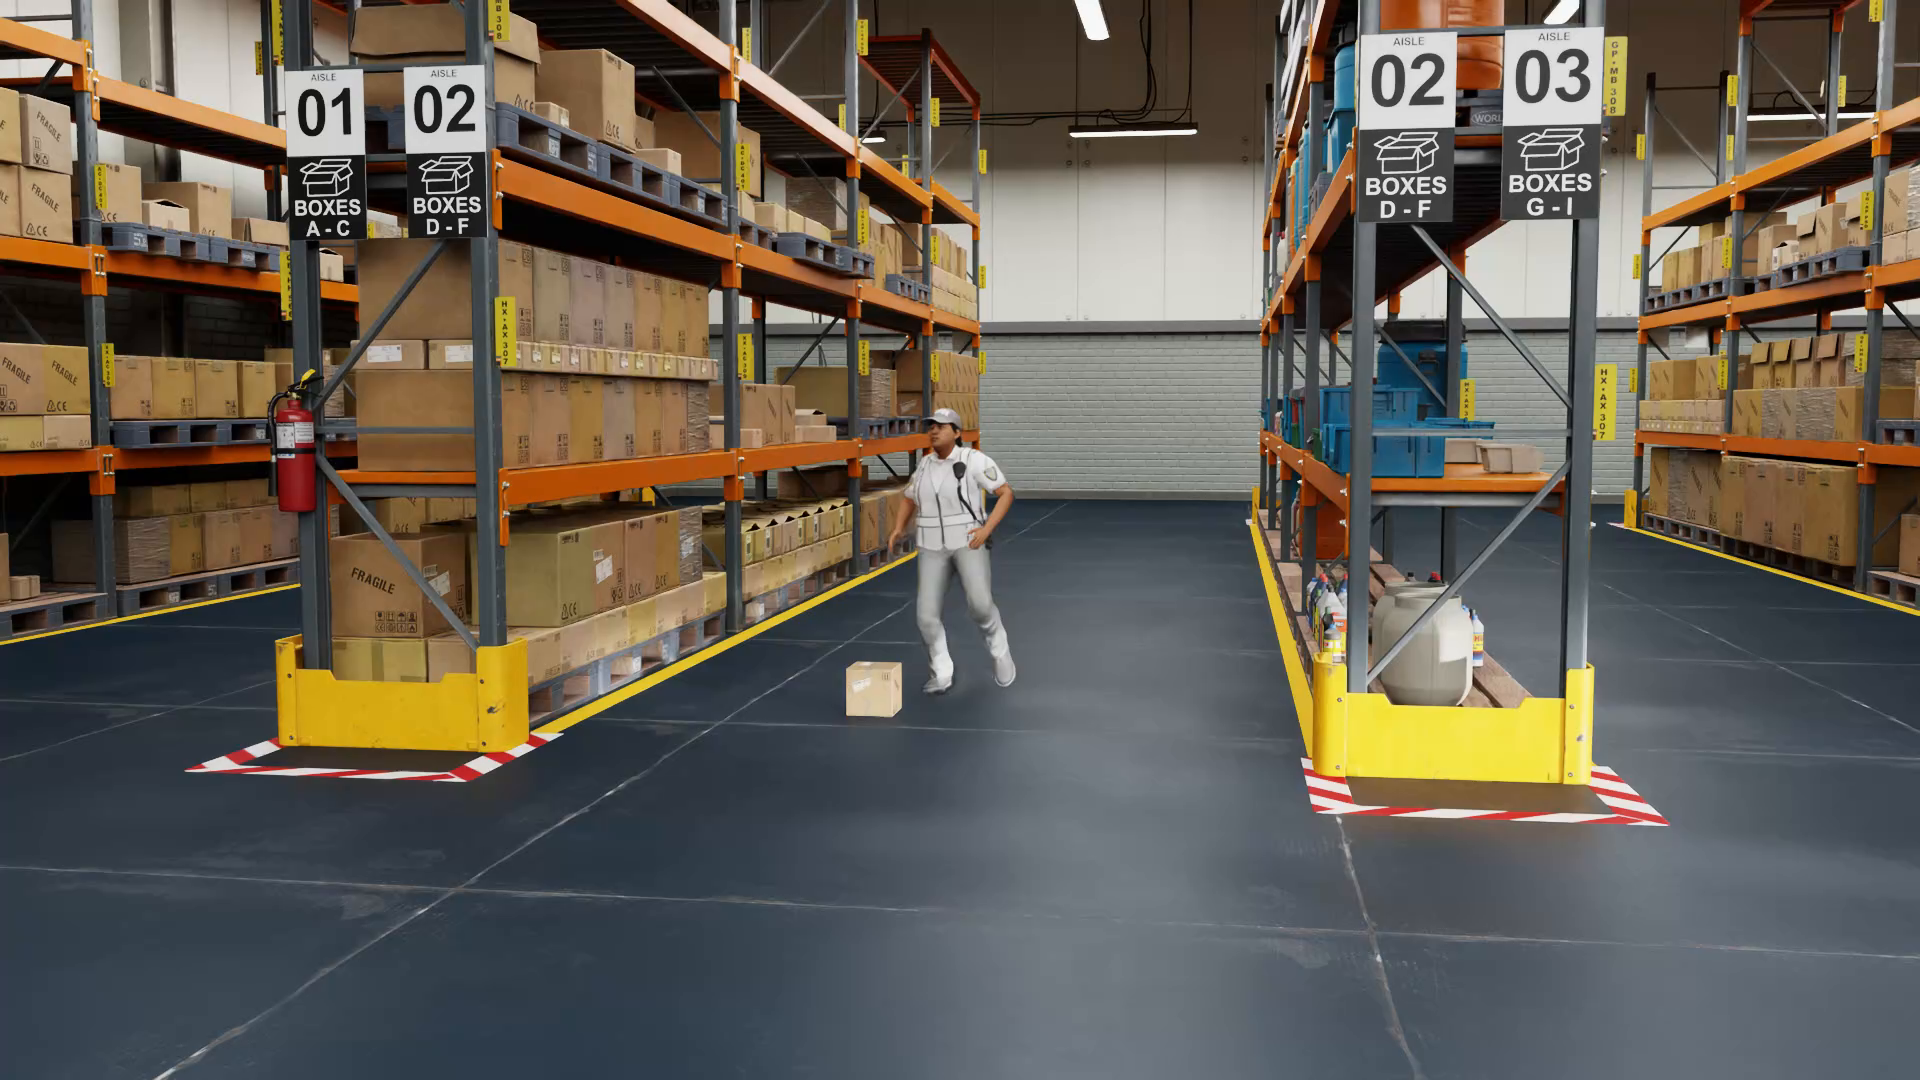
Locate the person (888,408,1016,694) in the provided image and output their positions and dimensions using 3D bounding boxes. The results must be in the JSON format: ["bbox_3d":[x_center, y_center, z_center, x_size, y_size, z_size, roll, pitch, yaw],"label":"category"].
[{"bbox_3d":[-0.049,0.070,9.375,0.734,1.624,0.531,1,5,16],"label":"person"}]
